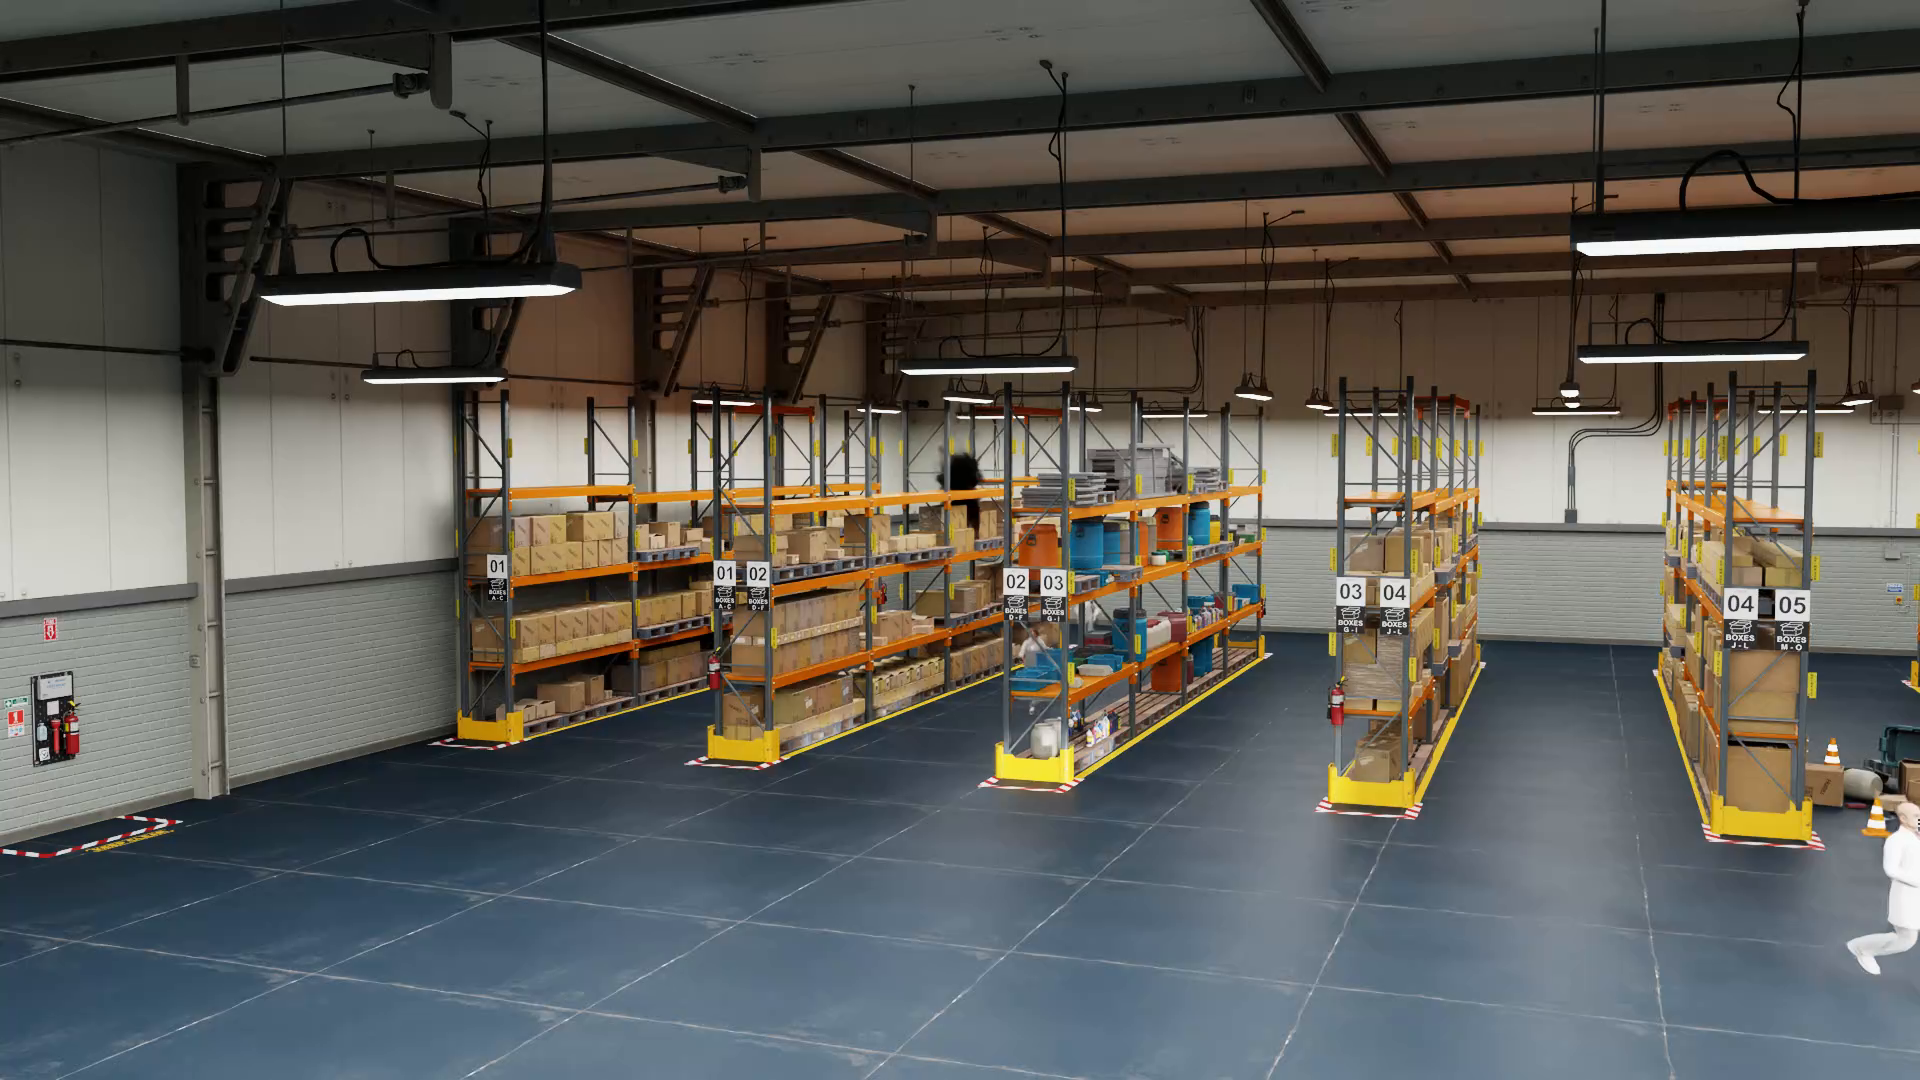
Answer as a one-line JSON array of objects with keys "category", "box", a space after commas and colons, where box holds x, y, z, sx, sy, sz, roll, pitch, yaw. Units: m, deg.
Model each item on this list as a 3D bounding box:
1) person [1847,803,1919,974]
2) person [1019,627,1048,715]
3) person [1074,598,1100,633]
[{"category": "person", "box": [8.721, 3.292, 15.275, 0.723, 1.775, 1.017, -2, 4, -34]}, {"category": "person", "box": [1.402, 2.460, 31.602, 0.559, 1.608, 0.856, 1, 3, 13]}, {"category": "person", "box": [2.886, 1.872, 37.927, 0.596, 1.736, 0.603, 1, 3, 11]}]
